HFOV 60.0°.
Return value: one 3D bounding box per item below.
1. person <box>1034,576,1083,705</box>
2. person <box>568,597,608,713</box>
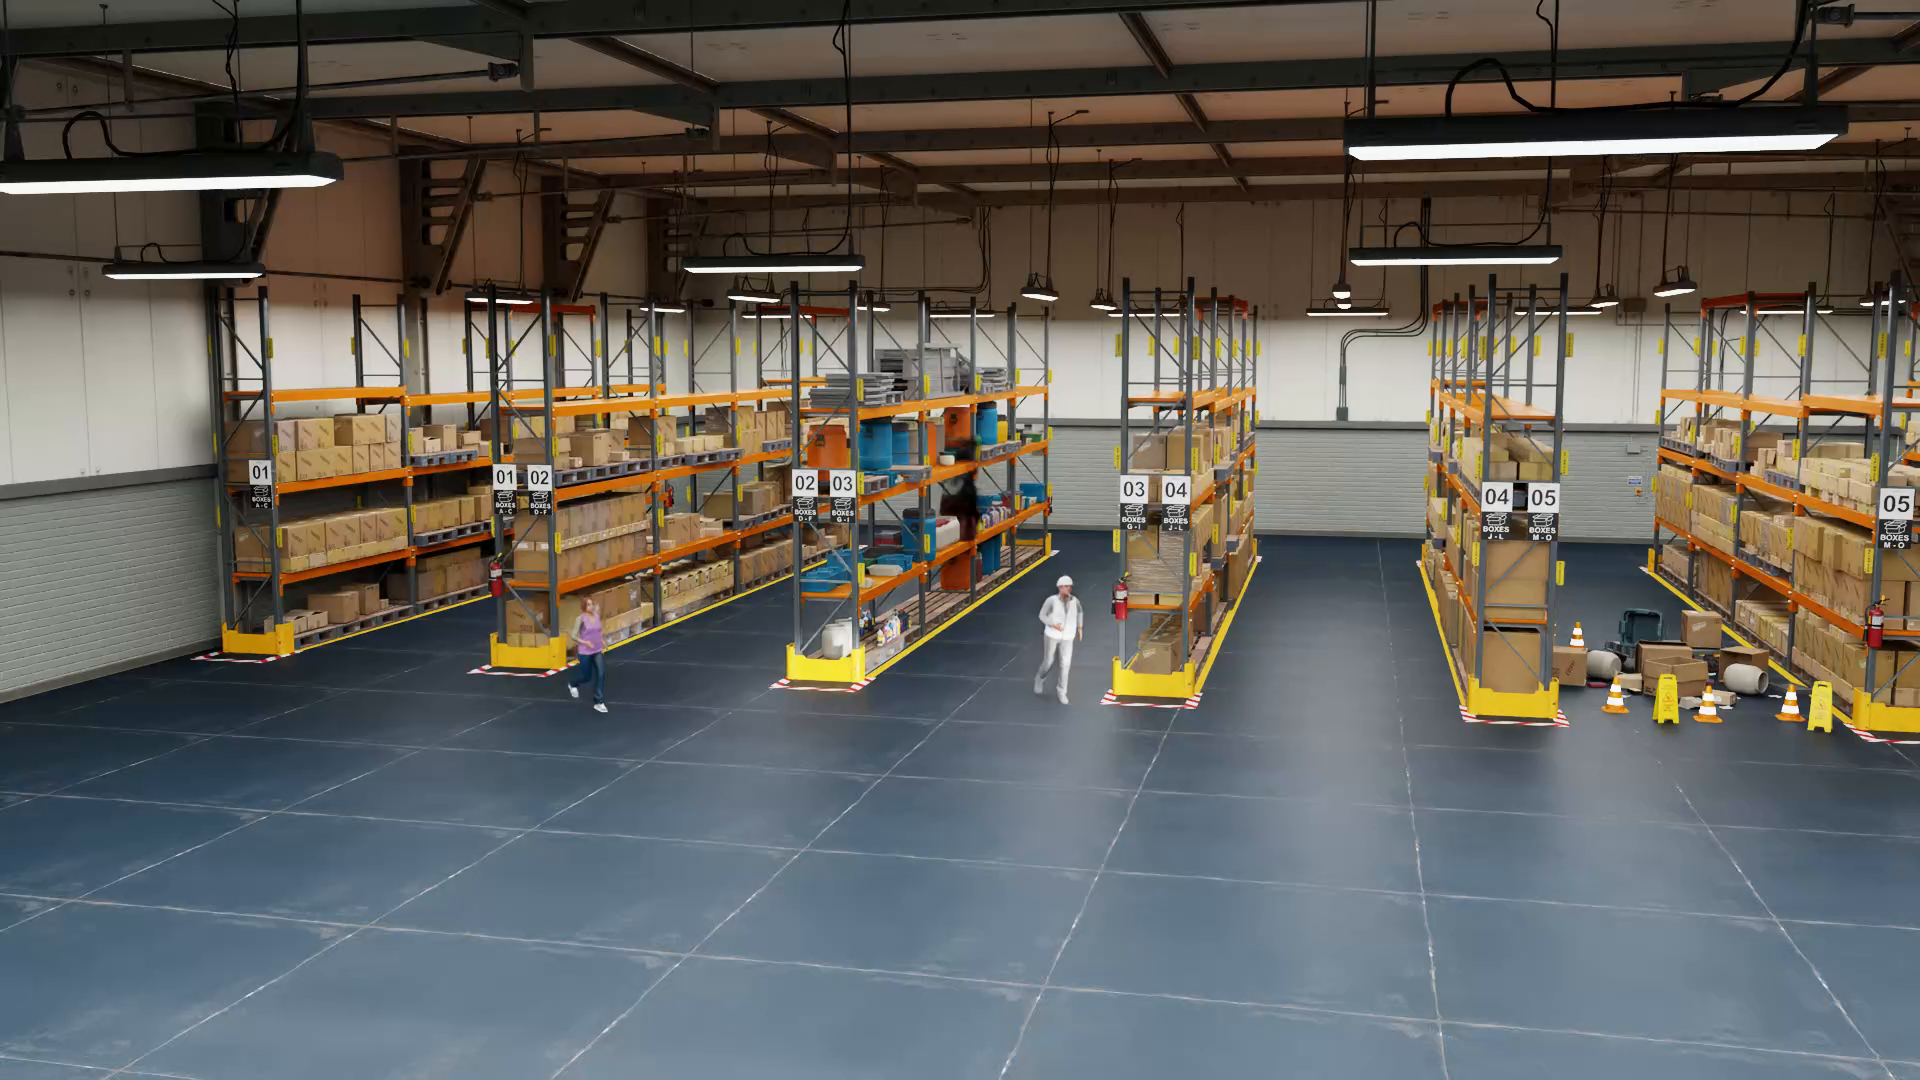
[{"bbox_3d":[1.461,1.401,23.811,0.702,1.798,0.875,-2,7,-13],"label":"person"},{"bbox_3d":[-5.164,1.575,23.131,0.834,1.594,0.551,6,9,44],"label":"person"}]
